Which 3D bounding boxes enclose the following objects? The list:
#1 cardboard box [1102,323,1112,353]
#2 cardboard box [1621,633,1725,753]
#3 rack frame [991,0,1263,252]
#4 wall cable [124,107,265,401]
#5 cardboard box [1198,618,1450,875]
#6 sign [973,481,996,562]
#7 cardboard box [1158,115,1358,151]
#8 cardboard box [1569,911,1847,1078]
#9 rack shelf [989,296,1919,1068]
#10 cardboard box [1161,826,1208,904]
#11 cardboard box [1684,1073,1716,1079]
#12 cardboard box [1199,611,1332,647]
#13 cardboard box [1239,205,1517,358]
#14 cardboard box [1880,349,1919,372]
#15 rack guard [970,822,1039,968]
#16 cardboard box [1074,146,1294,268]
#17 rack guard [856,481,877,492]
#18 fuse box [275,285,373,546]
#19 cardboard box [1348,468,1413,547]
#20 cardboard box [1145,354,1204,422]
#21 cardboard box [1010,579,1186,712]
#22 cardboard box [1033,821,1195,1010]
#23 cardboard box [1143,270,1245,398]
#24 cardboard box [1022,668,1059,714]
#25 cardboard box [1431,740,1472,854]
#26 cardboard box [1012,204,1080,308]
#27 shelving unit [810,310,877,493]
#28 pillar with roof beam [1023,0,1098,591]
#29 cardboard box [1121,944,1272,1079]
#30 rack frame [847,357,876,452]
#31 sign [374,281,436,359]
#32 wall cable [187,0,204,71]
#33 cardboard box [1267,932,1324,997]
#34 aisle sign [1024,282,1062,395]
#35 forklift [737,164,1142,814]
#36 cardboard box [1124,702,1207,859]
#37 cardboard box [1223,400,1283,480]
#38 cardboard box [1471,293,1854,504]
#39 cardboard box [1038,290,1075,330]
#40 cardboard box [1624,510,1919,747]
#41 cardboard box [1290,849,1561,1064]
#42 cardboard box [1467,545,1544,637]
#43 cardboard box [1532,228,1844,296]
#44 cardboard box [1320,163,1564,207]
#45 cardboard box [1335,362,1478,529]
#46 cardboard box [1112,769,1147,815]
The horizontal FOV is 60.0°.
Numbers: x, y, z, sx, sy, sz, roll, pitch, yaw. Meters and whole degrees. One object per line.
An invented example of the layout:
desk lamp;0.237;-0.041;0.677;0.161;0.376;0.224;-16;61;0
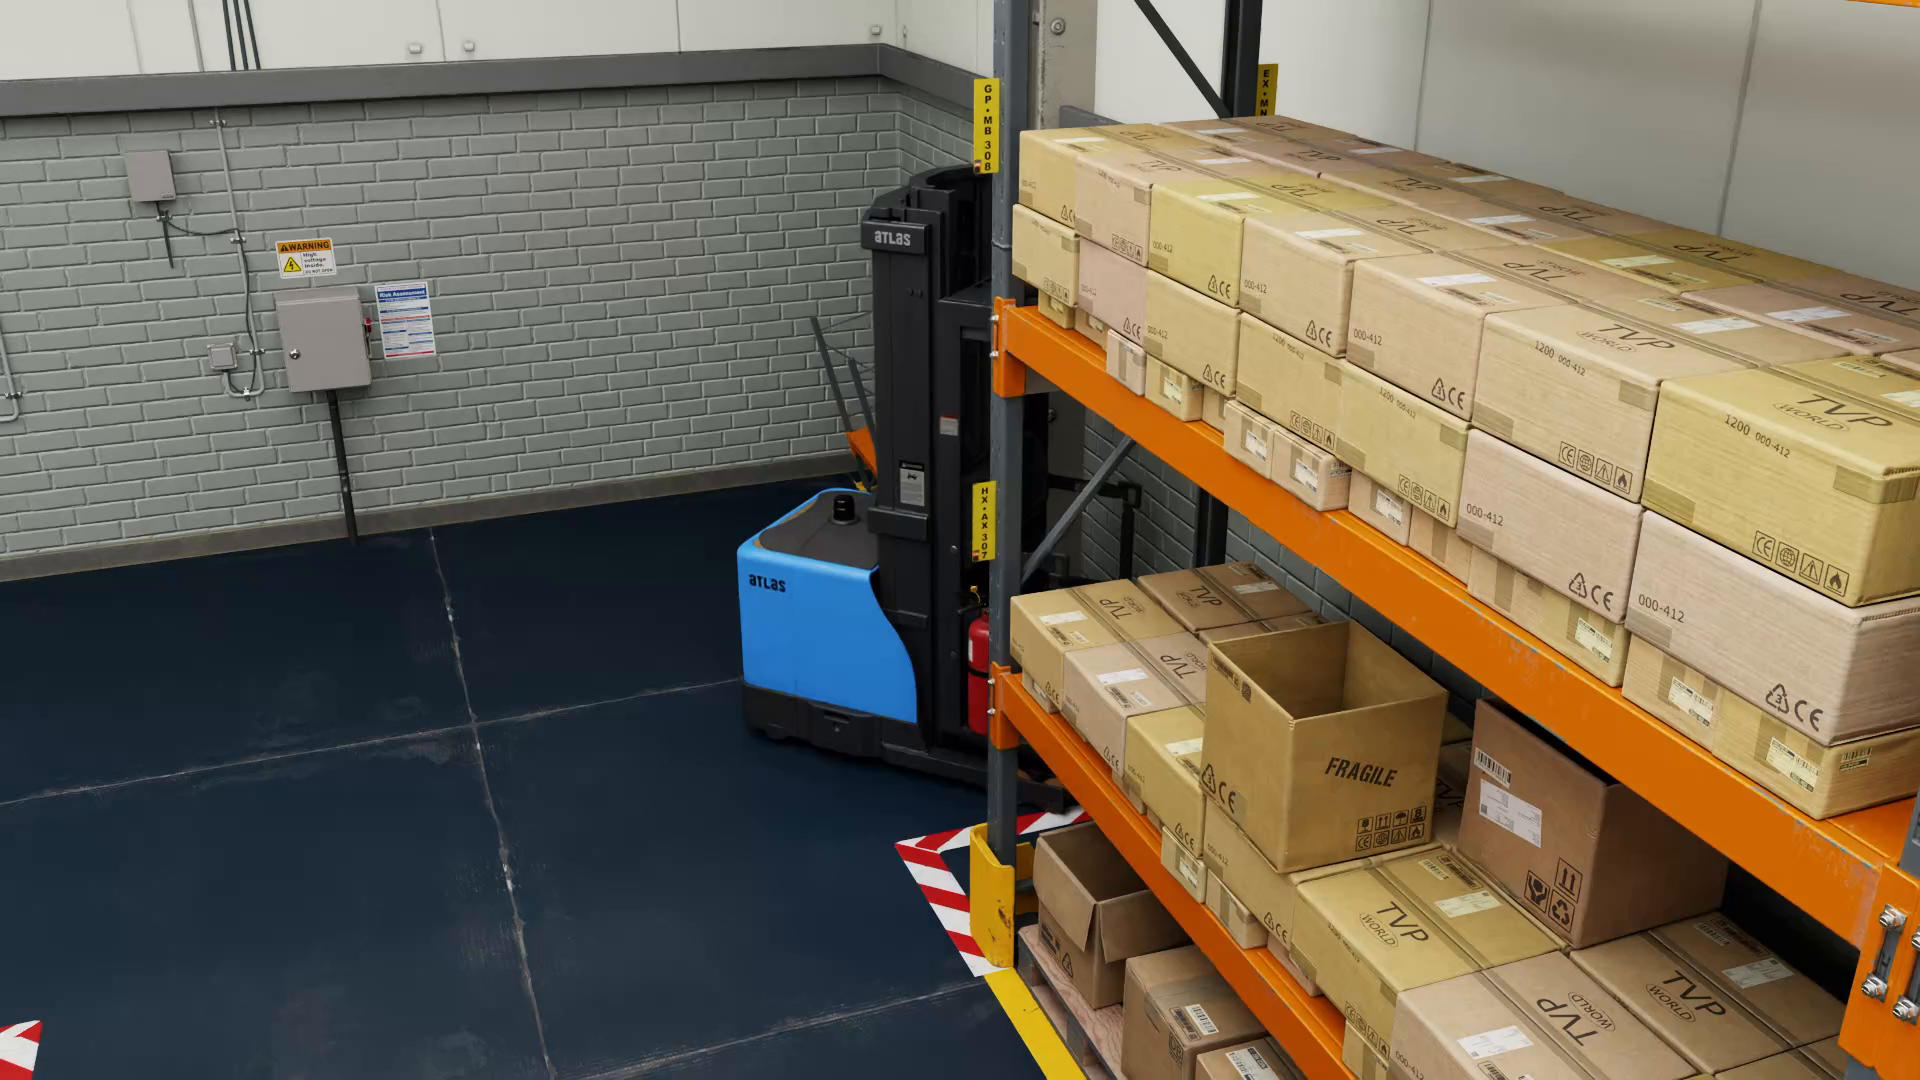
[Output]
cardboard box;0.691;-0.678;5.459;0.380;0.149;0.250;-8;24;-19
cardboard box;1.530;0.261;3.231;0.380;0.149;0.250;-8;24;-19
rack frame;0.604;-2.511;5.622;1.000;3.000;0.127;-8;24;-19
wall cable;-4.729;-1.777;10.296;0.588;1.984;0.122;-8;24;-19
cardboard box;1.043;0.587;4.841;0.500;0.500;0.500;-8;24;-18
sign;0.097;-0.071;6.442;0.100;0.325;0.005;-8;24;-19
cardboard box;1.022;-1.304;5.786;0.500;0.250;0.500;-9;24;-20
cardboard box;1.911;1.240;4.255;0.500;0.250;0.500;-9;24;-19
rack shelf;1.311;-0.071;4.620;1.077;0.370;4.000;-8;24;-19
cardboard box;0.872;1.001;5.336;0.380;0.149;0.250;-9;24;-20
cardboard box;1.609;1.487;3.670;0.500;0.250;0.500;-8;24;-18
cardboard box;1.196;0.504;6.003;0.500;0.250;0.500;-8;24;-19
cardboard box;1.068;-0.680;4.305;0.500;0.250;0.500;-8;24;-18
cardboard box;2.108;-0.193;3.150;0.500;0.250;0.500;-9;24;-20
rack guard;0.631;1.433;7.207;1.175;0.500;0.348;-8;24;-19
cardboard box;0.688;-1.044;5.170;0.500;0.250;0.500;-9;24;-19
rack guard;-0.414;-0.372;11.624;0.587;0.250;0.087;-21;27;-10
fuse box;-4.035;-0.751;10.830;0.539;1.711;0.414;-8;24;-19
cardboard box;1.199;-0.120;4.134;0.380;0.149;0.250;-8;24;-18
cardboard box;0.782;-0.479;4.987;0.380;0.149;0.250;-8;24;-19
cardboard box;0.512;0.387;6.280;0.500;0.250;0.500;-8;24;-19
cardboard box;0.732;1.445;6.632;0.797;0.503;0.637;-9;25;-21
cardboard box;0.873;-0.629;4.828;0.500;0.250;0.500;-9;25;-21
cardboard box;0.464;0.526;6.463;0.380;0.149;0.250;-9;24;-19
cardboard box;1.551;0.874;5.124;0.500;0.250;0.500;-8;24;-19
cardboard box;0.505;-0.998;5.704;0.500;0.250;0.500;-9;24;-20
shelving unit;-0.421;-0.726;10.907;0.587;1.500;1.083;-21;27;-10
pillar with roof beam;-3.533;-3.024;6.838;9.100;9.000;0.400;-8;24;-19
cardboard box;0.997;1.763;5.883;0.700;0.500;0.500;-7;24;-17
rack frame;-0.265;-0.535;10.452;0.500;1.500;0.032;-21;27;-10
sign;-3.646;-1.444;10.937;0.329;0.494;0.001;-8;24;-19
wall cable;-5.607;-3.959;9.057;2.355;3.000;0.029;-8;24;-19
cardboard box;1.140;1.178;4.916;0.380;0.149;0.250;-8;24;-19
aisle sign;0.305;-0.929;6.245;0.394;0.787;0.004;-8;24;-19
forklift;0.410;-0.255;8.082;3.031;2.935;1.130;10;25;23
cardboard box;0.873;0.754;5.409;0.500;0.250;0.500;-9;24;-20
cardboard box;0.950;-0.295;4.550;0.380;0.149;0.250;-8;24;-19
cardboard box;1.426;-0.307;3.422;0.500;0.250;0.500;-9;24;-20
cardboard box;0.499;-0.865;5.903;0.380;0.149;0.250;-8;24;-18
cardboard box;1.612;0.115;3.062;0.500;0.250;0.500;-8;24;-19
cardboard box;1.255;1.124;4.531;0.500;0.250;0.500;-9;24;-19
cardboard box;1.361;0.072;3.678;0.380;0.149;0.250;-8;24;-19
cardboard box;1.731;-0.563;4.029;0.500;0.250;0.500;-9;24;-20
cardboard box;1.397;-0.929;4.897;0.500;0.250;0.500;-8;24;-18
cardboard box;1.249;-0.260;3.952;0.500;0.250;0.500;-8;24;-18
cardboard box;0.754;0.803;5.806;0.380;0.149;0.250;-8;24;-17
